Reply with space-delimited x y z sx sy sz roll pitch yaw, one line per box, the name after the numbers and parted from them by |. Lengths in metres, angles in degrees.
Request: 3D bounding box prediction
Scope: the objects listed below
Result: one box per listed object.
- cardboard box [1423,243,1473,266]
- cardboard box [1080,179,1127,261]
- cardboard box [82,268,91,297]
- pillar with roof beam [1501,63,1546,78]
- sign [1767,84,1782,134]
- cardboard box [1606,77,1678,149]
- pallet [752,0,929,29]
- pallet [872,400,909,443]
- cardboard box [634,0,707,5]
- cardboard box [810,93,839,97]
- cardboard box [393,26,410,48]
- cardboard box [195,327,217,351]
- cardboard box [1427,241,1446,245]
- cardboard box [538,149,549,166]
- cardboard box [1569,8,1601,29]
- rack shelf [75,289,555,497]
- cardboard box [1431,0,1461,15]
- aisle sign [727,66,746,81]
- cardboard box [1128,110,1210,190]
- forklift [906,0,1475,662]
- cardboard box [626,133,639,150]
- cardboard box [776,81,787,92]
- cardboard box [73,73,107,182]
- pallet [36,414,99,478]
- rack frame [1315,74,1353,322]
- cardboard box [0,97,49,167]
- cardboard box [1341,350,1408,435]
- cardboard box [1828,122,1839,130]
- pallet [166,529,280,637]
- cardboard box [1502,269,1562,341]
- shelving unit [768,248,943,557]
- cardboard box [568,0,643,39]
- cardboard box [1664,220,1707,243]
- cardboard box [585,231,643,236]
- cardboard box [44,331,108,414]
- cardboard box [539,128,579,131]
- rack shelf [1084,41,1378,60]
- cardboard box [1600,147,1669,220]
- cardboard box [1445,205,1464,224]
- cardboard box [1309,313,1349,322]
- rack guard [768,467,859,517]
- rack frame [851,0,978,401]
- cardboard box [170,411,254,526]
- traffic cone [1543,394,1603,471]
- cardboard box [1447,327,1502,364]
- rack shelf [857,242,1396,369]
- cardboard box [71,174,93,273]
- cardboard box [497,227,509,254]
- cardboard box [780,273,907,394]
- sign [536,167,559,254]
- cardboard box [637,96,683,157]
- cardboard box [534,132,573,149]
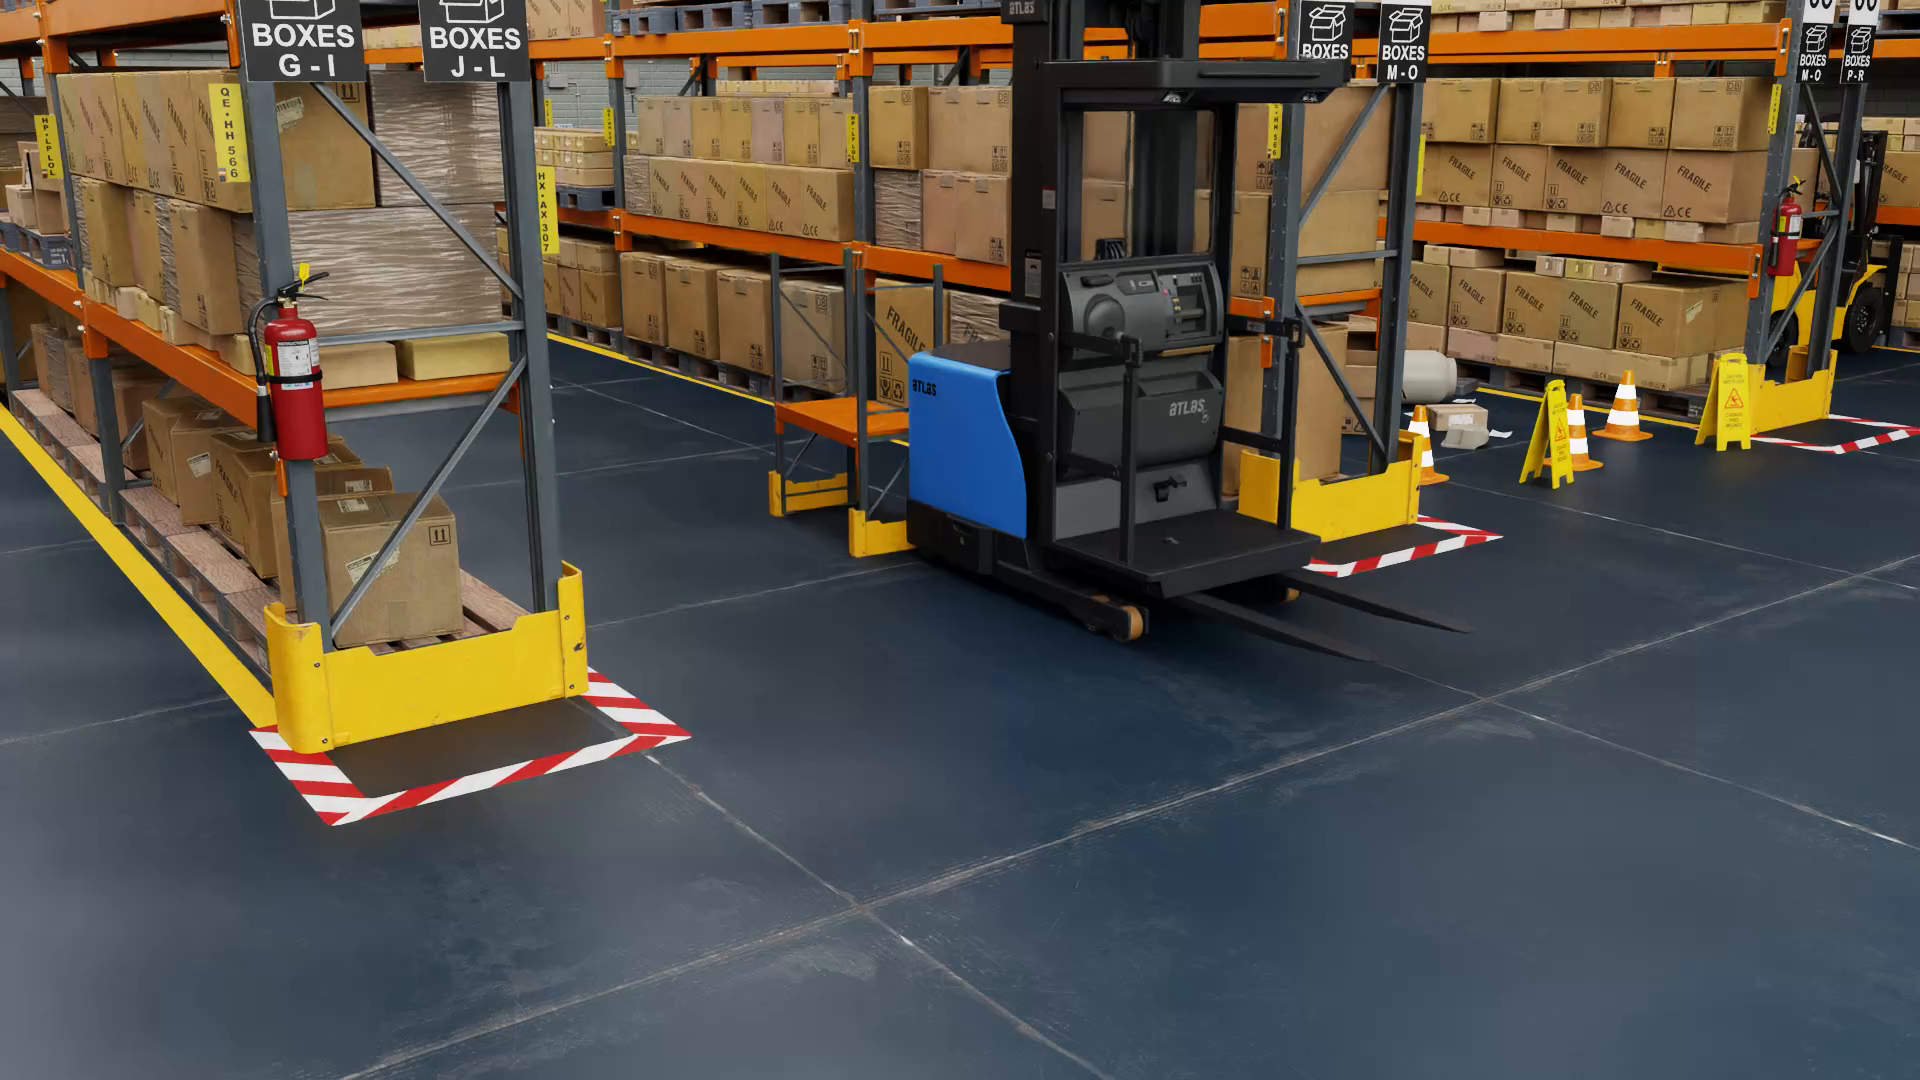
4.093 -2.387 13.878 0.380 0.149 0.250 -10 18 -32 | cardboard box
1.220 -1.903 10.062 0.875 0.550 0.550 -11 19 -35 | cardboard box
-4.497 -1.397 8.975 0.380 0.149 0.250 -11 19 -35 | cardboard box
3.311 -6.861 17.099 9.100 9.000 0.400 -11 19 -35 | pillar with roof beam
5.528 -2.924 11.285 0.100 0.325 0.005 -11 19 -35 | sign
5.220 -3.153 12.268 0.700 0.500 0.500 -11 19 -34 | cardboard box
-0.887 -3.902 12.330 0.805 0.209 1.217 -12 19 -37 | pallet
0.076 -0.840 11.744 1.003 0.211 1.213 -11 19 -35 | pallet
-2.412 -4.679 13.992 0.500 0.311 0.500 -11 19 -34 | cardboard box
-1.568 -5.446 21.208 0.500 0.500 0.500 -11 19 -35 | cardboard box
-6.102 -5.722 18.901 0.500 0.250 0.500 -11 19 -35 | cardboard box
-3.111 -0.929 7.263 0.380 0.149 0.250 -11 19 -35 | cardboard box
6.044 -3.558 20.097 0.875 0.625 0.625 -10 18 -33 | cardboard box
-3.781 -3.639 15.807 0.380 0.149 0.250 -11 19 -34 | cardboard box
4.822 -3.931 12.551 0.380 0.149 0.250 -11 19 -36 | cardboard box
-3.204 -0.837 7.814 1.077 0.370 4.000 -11 19 -35 | rack shelf
3.984 -4.422 13.589 0.500 0.250 0.500 -11 19 -35 | cardboard box
-3.211 -7.029 24.151 0.394 0.787 0.004 -11 19 -35 | aisle sign
1.459 -2.287 9.419 0.875 0.550 0.550 -11 19 -35 | cardboard box
0.982 -1.102 7.550 1.130 2.935 3.031 -11 19 -34 | forklift
-2.935 -3.767 15.712 0.380 0.149 0.250 -11 19 -36 | cardboard box
-2.207 -6.000 22.003 0.380 0.149 0.250 -11 19 -36 | cardboard box
-4.025 -2.043 8.211 0.500 0.500 0.500 -11 19 -35 | cardboard box
-5.560 -0.693 11.207 1.003 0.211 1.213 -11 19 -35 | pallet
3.636 -3.149 14.900 1.000 3.000 0.127 -11 19 -35 | rack frame
-7.148 -3.156 12.834 0.797 0.503 0.637 -10 18 -33 | cardboard box
2.908 -1.073 12.043 0.637 0.503 0.797 4 16 13 | cardboard box
8.579 -3.998 16.018 0.380 0.149 0.250 -11 19 -34 | cardboard box
-3.235 0.133 8.191 1.003 0.211 1.213 -11 19 -35 | pallet
4.706 -1.883 13.268 0.500 0.500 0.500 -11 19 -36 | cardboard box
-0.578 -0.793 9.132 0.587 1.500 1.083 -9 18 -30 | shelving unit
-3.201 -4.791 15.027 0.500 0.500 0.500 -11 19 -35 | cardboard box
5.357 -2.257 12.117 0.380 0.149 0.250 -11 19 -35 | cardboard box
-3.449 -2.973 16.774 0.500 0.250 0.500 -11 19 -34 | cardboard box
-5.985 -1.215 11.735 0.700 0.500 0.500 -13 20 -39 | cardboard box
-4.155 -4.212 17.335 0.380 0.149 0.250 -11 19 -35 | cardboard box
2.460 -4.676 16.159 1.077 0.370 4.000 -11 19 -35 | rack shelf
5.156 -2.667 12.387 0.500 0.500 0.500 -11 19 -34 | cardboard box
4.233 -2.703 13.745 0.380 0.149 0.250 -11 19 -35 | cardboard box
3.326 -2.196 15.599 0.950 0.372 0.625 -11 19 -34 | cardboard box
-0.835 -0.303 9.708 0.587 0.250 0.087 -9 18 -30 | rack guard
-0.308 -2.359 12.014 1.000 3.000 0.127 -11 19 -35 | rack frame
-3.834 -0.395 8.777 0.500 0.500 0.500 -5 16 -17 | cardboard box
3.994 -0.718 10.823 0.336 0.463 0.334 -11 19 -35 | traffic cone
4.402 -1.632 13.771 0.500 0.250 0.500 -11 19 -35 | cardboard box
0.868 -1.585 10.548 1.077 0.370 4.000 -11 19 -35 | rack shelf
-4.165 -1.697 8.841 0.875 0.500 0.500 -11 19 -35 | cardboard box
-4.476 -3.114 17.290 0.500 0.250 0.500 -10 18 -33 | cardboard box
-0.746 -1.595 12.689 1.050 0.750 0.750 -11 19 -35 | cardboard box
-1.589 -1.259 6.352 0.100 0.325 0.005 -11 19 -35 | sign
-2.404 -3.646 14.633 0.700 0.500 0.500 -11 19 -35 | cardboard box
-3.916 -3.834 15.955 0.380 0.149 0.250 -11 19 -35 | cardboard box
